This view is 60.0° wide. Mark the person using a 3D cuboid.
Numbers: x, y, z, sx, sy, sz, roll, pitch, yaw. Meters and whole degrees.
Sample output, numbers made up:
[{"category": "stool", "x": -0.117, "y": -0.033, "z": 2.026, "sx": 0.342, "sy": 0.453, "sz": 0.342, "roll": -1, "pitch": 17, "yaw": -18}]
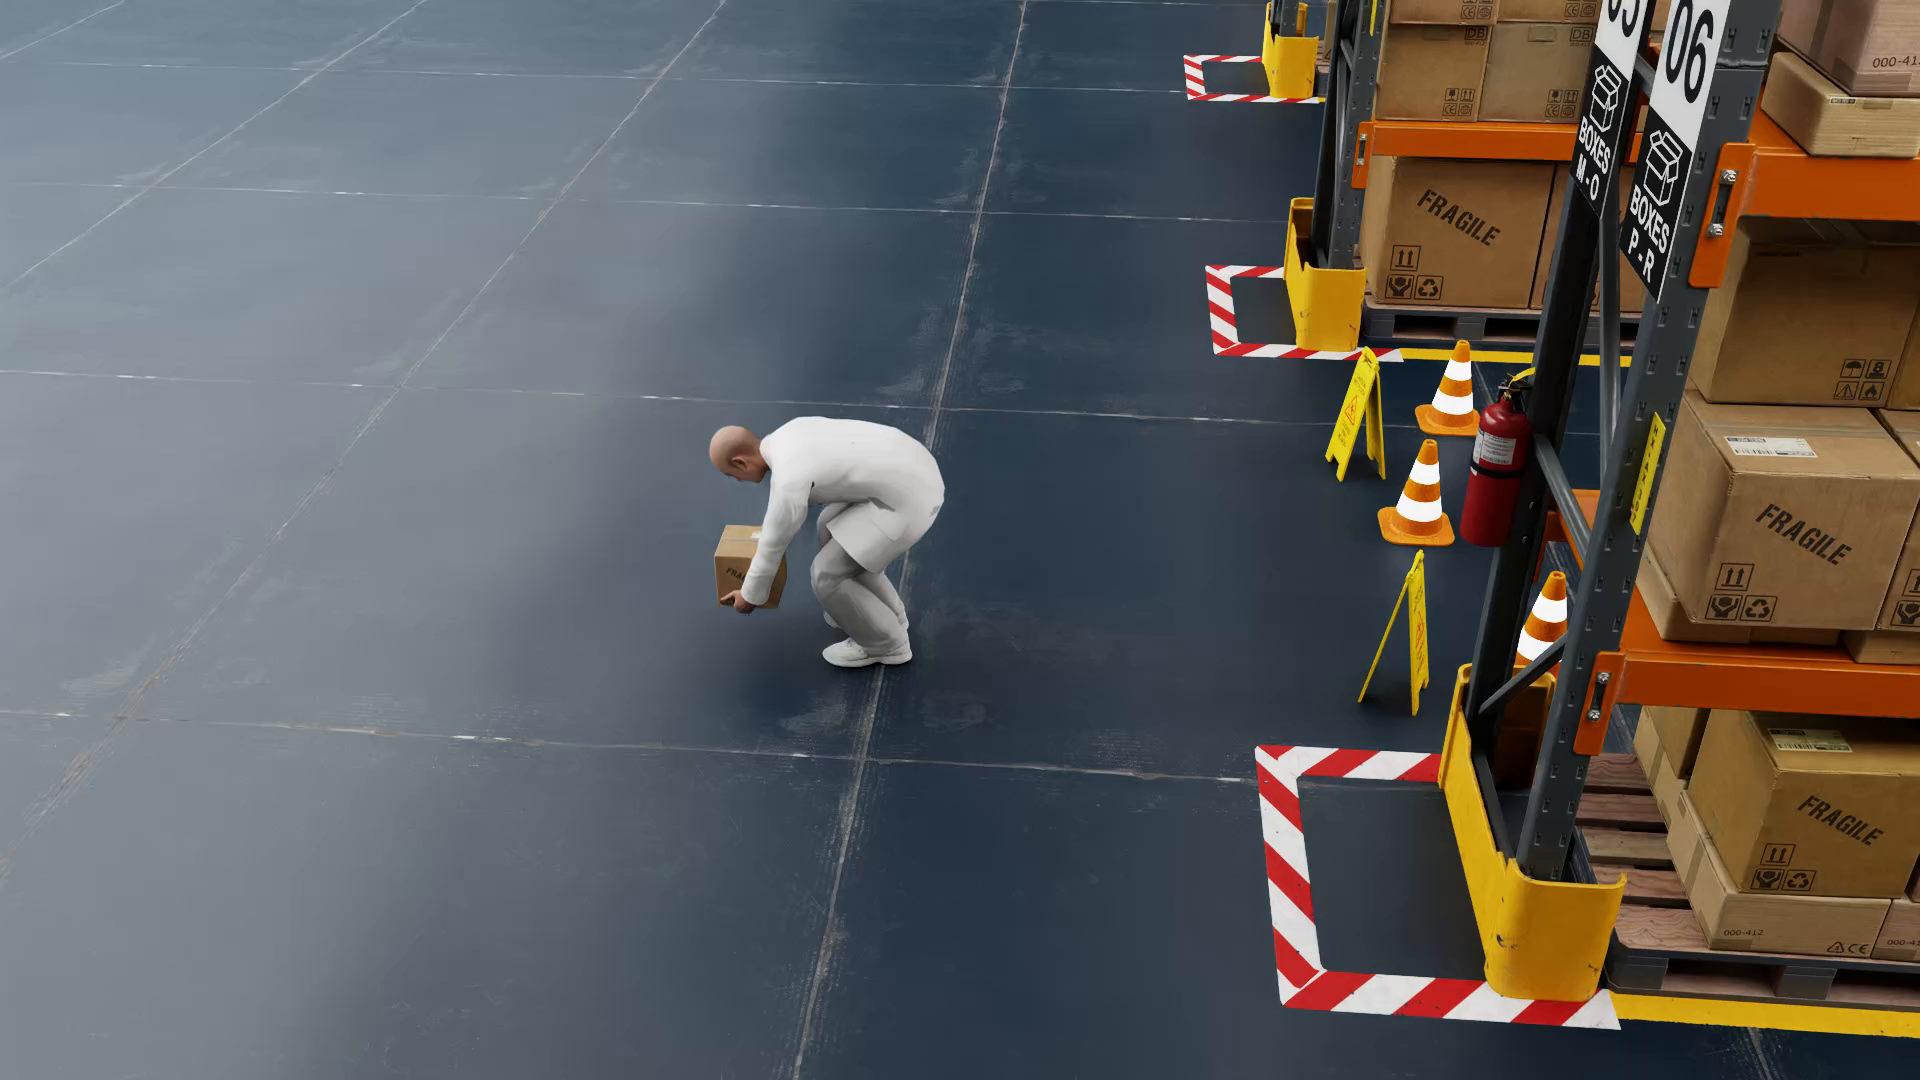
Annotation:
[{"category": "person", "x": -0.532, "y": -0.002, "z": 6.873, "sx": 0.942, "sy": 1.022, "sz": 0.590, "roll": 1, "pitch": 32, "yaw": 2}]
